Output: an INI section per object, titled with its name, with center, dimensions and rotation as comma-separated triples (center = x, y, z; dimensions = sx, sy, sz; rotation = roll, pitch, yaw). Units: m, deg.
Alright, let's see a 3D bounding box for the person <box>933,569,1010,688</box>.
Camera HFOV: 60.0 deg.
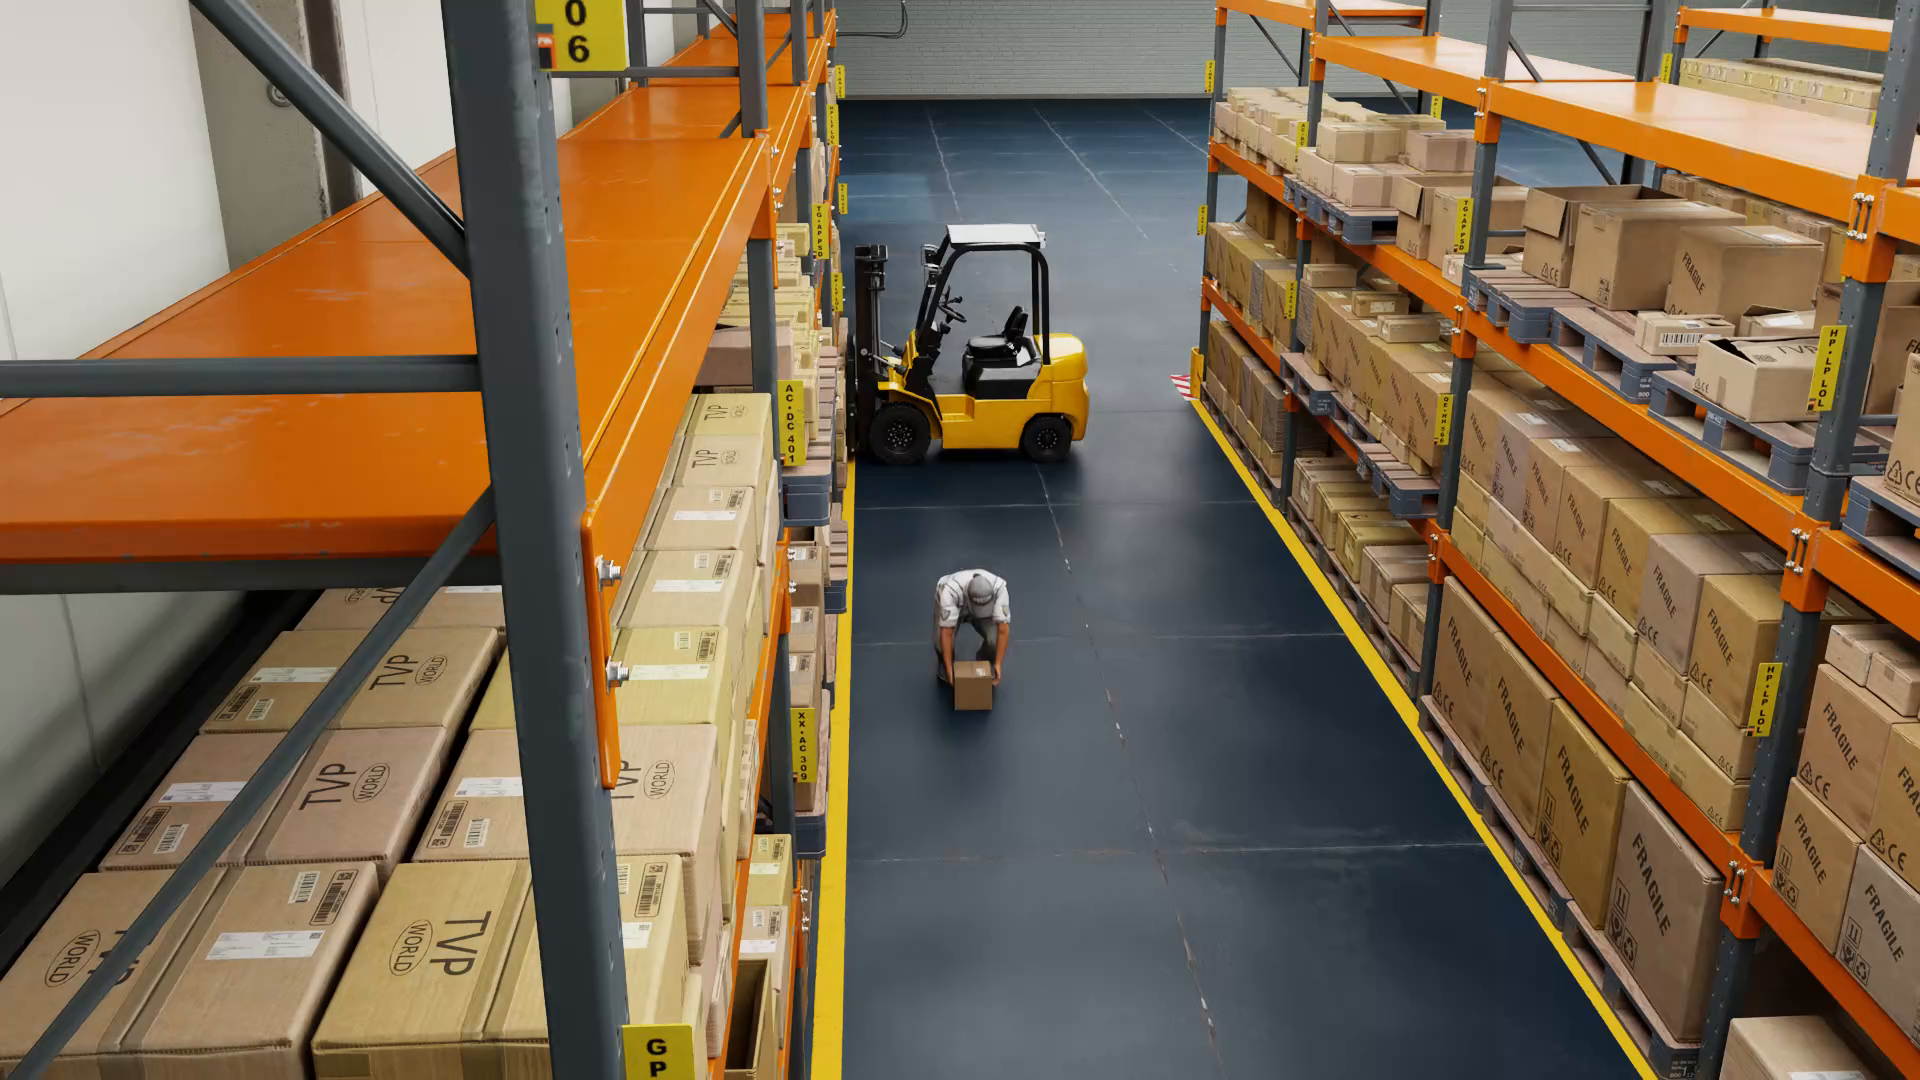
[person]
center = 0.071, 0.558, 11.493
dimensions = 0.524, 0.908, 0.857
rotation = -1, 21, -3
